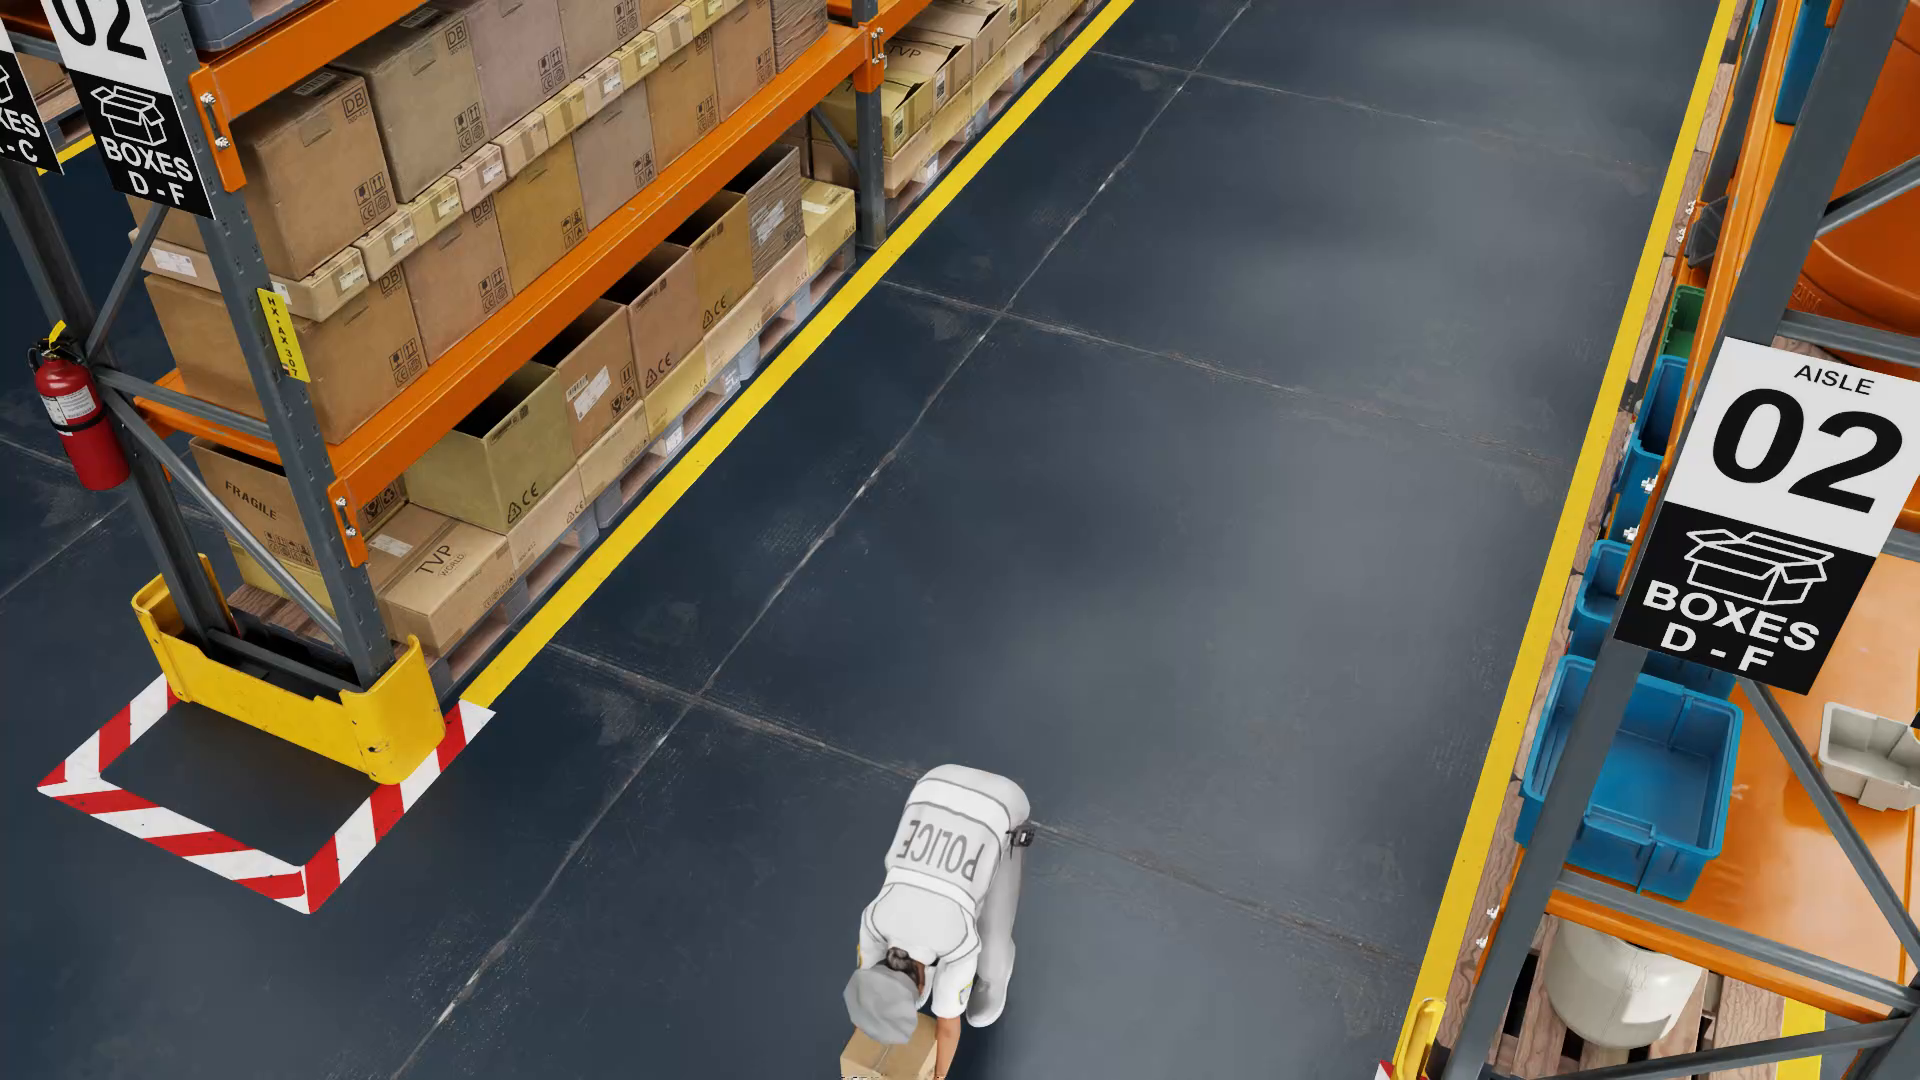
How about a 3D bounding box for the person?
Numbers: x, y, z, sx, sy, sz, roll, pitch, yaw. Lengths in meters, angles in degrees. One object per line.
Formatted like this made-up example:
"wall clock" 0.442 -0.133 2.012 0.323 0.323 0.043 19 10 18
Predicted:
"person" -0.071 1.279 5.304 0.456 0.922 0.907 15 44 16
